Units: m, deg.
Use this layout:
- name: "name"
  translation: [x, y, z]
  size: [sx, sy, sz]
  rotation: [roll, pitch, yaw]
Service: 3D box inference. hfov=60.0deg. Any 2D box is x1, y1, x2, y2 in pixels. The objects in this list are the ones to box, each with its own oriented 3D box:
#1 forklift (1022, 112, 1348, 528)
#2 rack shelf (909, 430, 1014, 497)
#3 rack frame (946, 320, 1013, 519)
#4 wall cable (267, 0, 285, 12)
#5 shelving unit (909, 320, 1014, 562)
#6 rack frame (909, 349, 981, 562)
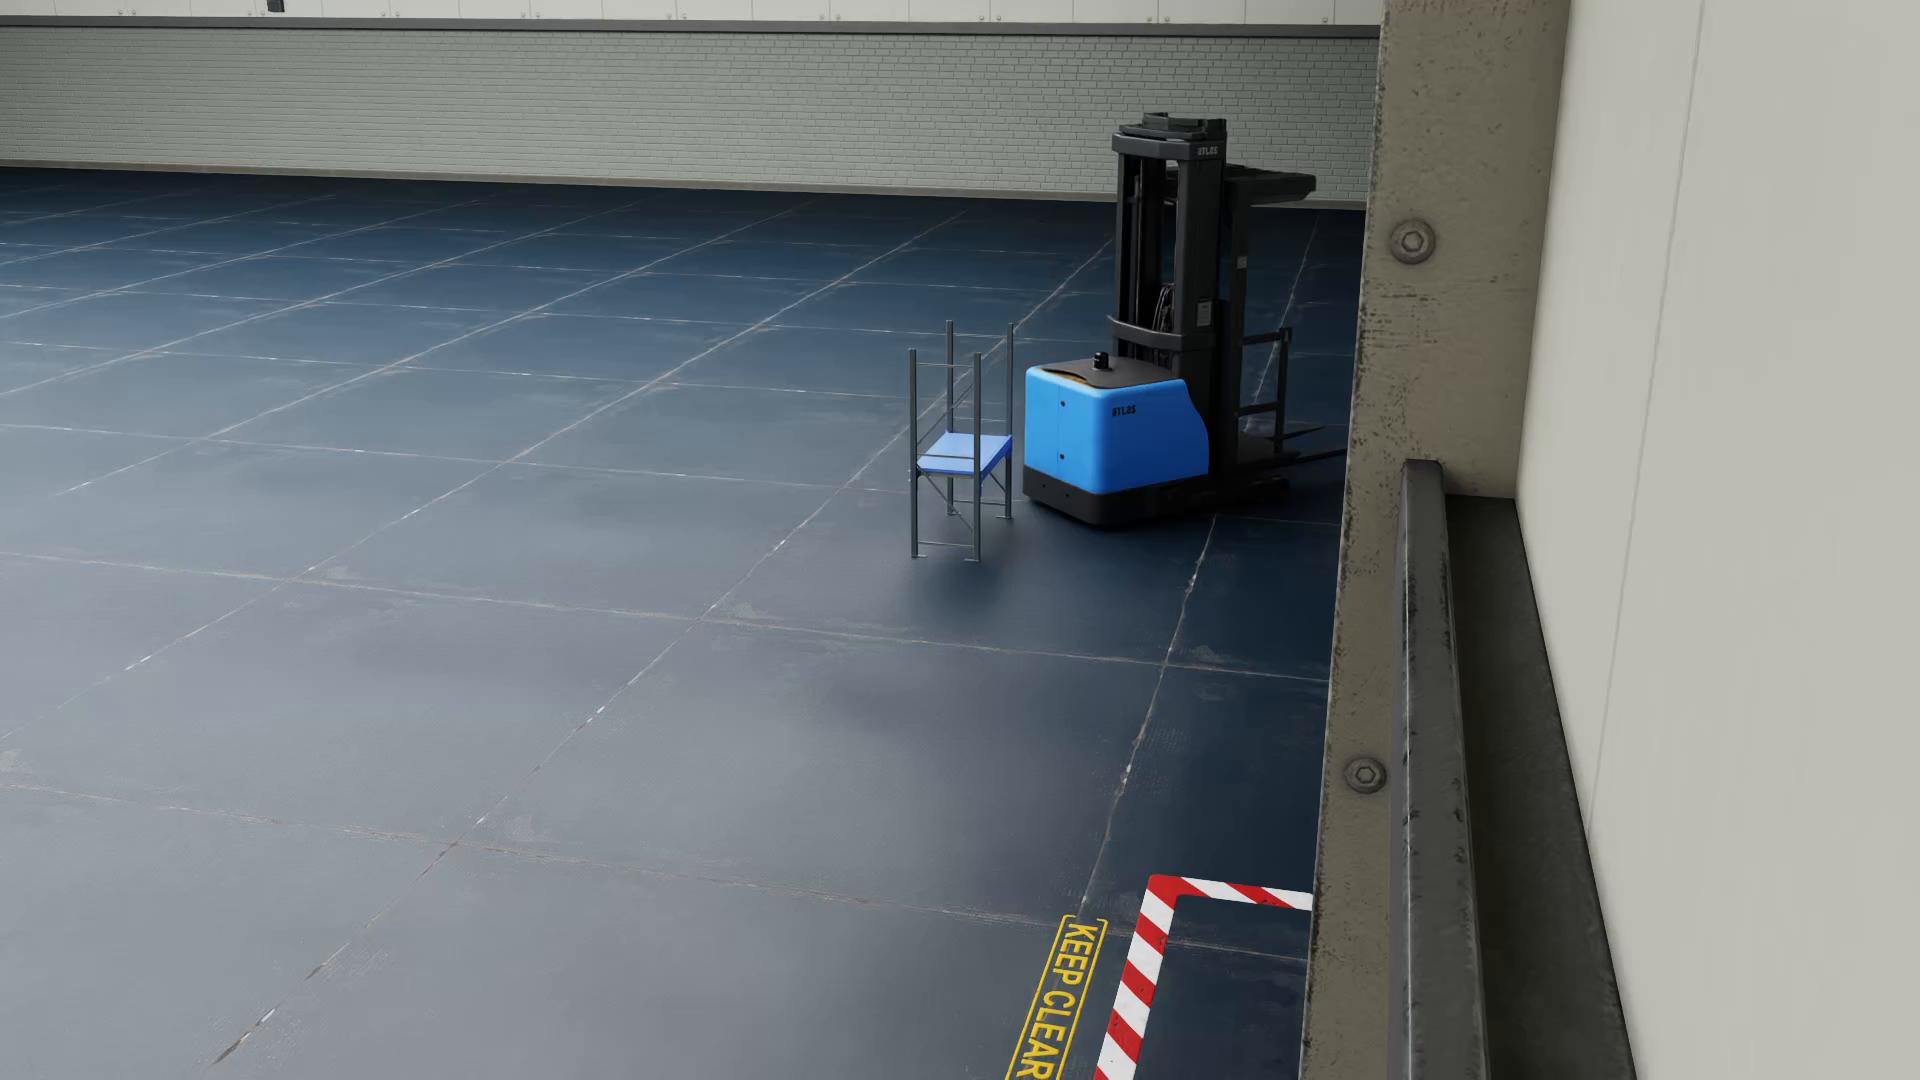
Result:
- name: "forklift"
  translation: [2.011, -1.819, 12.977]
  size: [3.031, 2.935, 1.130]
  rotation: [-11, 22, -30]
- name: "rack shelf"
  translation: [0.021, -0.566, 12.082]
  size: [0.538, 0.185, 1.000]
  rotation: [5, 19, 13]
- name: "rack frame"
  translation: [0.145, -0.896, 12.490]
  size: [0.500, 1.500, 0.032]
  rotation: [5, 19, 13]
- name: "wall cable"
  translation: [-12.566, -13.216, 31.698]
  size: [2.305, 6.003, 0.169]
  rotation: [5, 19, 13]
- name: "shelving unit"
  translation: [0.021, -0.736, 12.023]
  size: [0.538, 1.500, 1.048]
  rotation: [5, 19, 13]
- name: "rack frame"
  translation: [-0.103, -0.577, 11.557]
  size: [0.500, 1.500, 0.032]
  rotation: [5, 19, 13]
